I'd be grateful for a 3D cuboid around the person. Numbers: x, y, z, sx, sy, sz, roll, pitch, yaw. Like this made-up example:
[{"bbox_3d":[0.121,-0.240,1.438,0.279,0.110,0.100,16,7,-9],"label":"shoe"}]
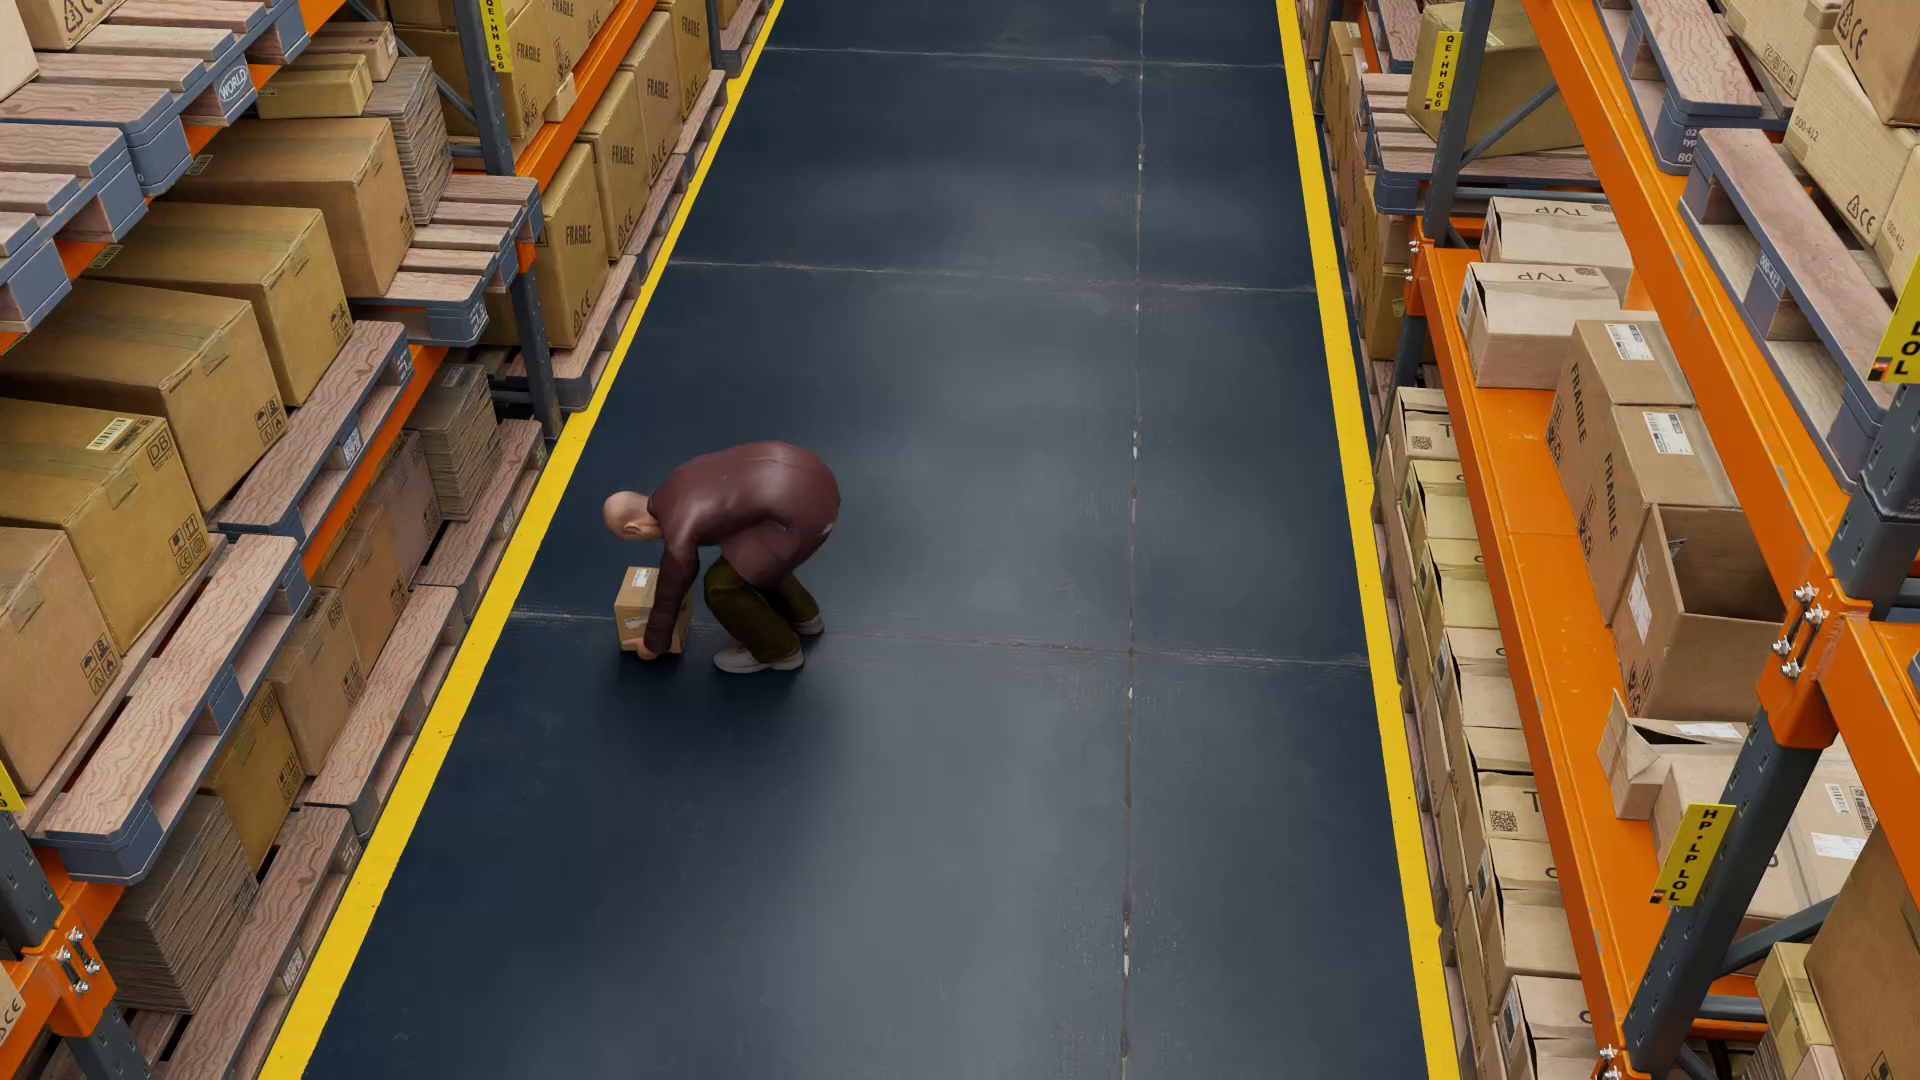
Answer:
[{"bbox_3d":[-0.940,0.059,6.707,0.942,0.996,0.583,1,40,2],"label":"person"}]
